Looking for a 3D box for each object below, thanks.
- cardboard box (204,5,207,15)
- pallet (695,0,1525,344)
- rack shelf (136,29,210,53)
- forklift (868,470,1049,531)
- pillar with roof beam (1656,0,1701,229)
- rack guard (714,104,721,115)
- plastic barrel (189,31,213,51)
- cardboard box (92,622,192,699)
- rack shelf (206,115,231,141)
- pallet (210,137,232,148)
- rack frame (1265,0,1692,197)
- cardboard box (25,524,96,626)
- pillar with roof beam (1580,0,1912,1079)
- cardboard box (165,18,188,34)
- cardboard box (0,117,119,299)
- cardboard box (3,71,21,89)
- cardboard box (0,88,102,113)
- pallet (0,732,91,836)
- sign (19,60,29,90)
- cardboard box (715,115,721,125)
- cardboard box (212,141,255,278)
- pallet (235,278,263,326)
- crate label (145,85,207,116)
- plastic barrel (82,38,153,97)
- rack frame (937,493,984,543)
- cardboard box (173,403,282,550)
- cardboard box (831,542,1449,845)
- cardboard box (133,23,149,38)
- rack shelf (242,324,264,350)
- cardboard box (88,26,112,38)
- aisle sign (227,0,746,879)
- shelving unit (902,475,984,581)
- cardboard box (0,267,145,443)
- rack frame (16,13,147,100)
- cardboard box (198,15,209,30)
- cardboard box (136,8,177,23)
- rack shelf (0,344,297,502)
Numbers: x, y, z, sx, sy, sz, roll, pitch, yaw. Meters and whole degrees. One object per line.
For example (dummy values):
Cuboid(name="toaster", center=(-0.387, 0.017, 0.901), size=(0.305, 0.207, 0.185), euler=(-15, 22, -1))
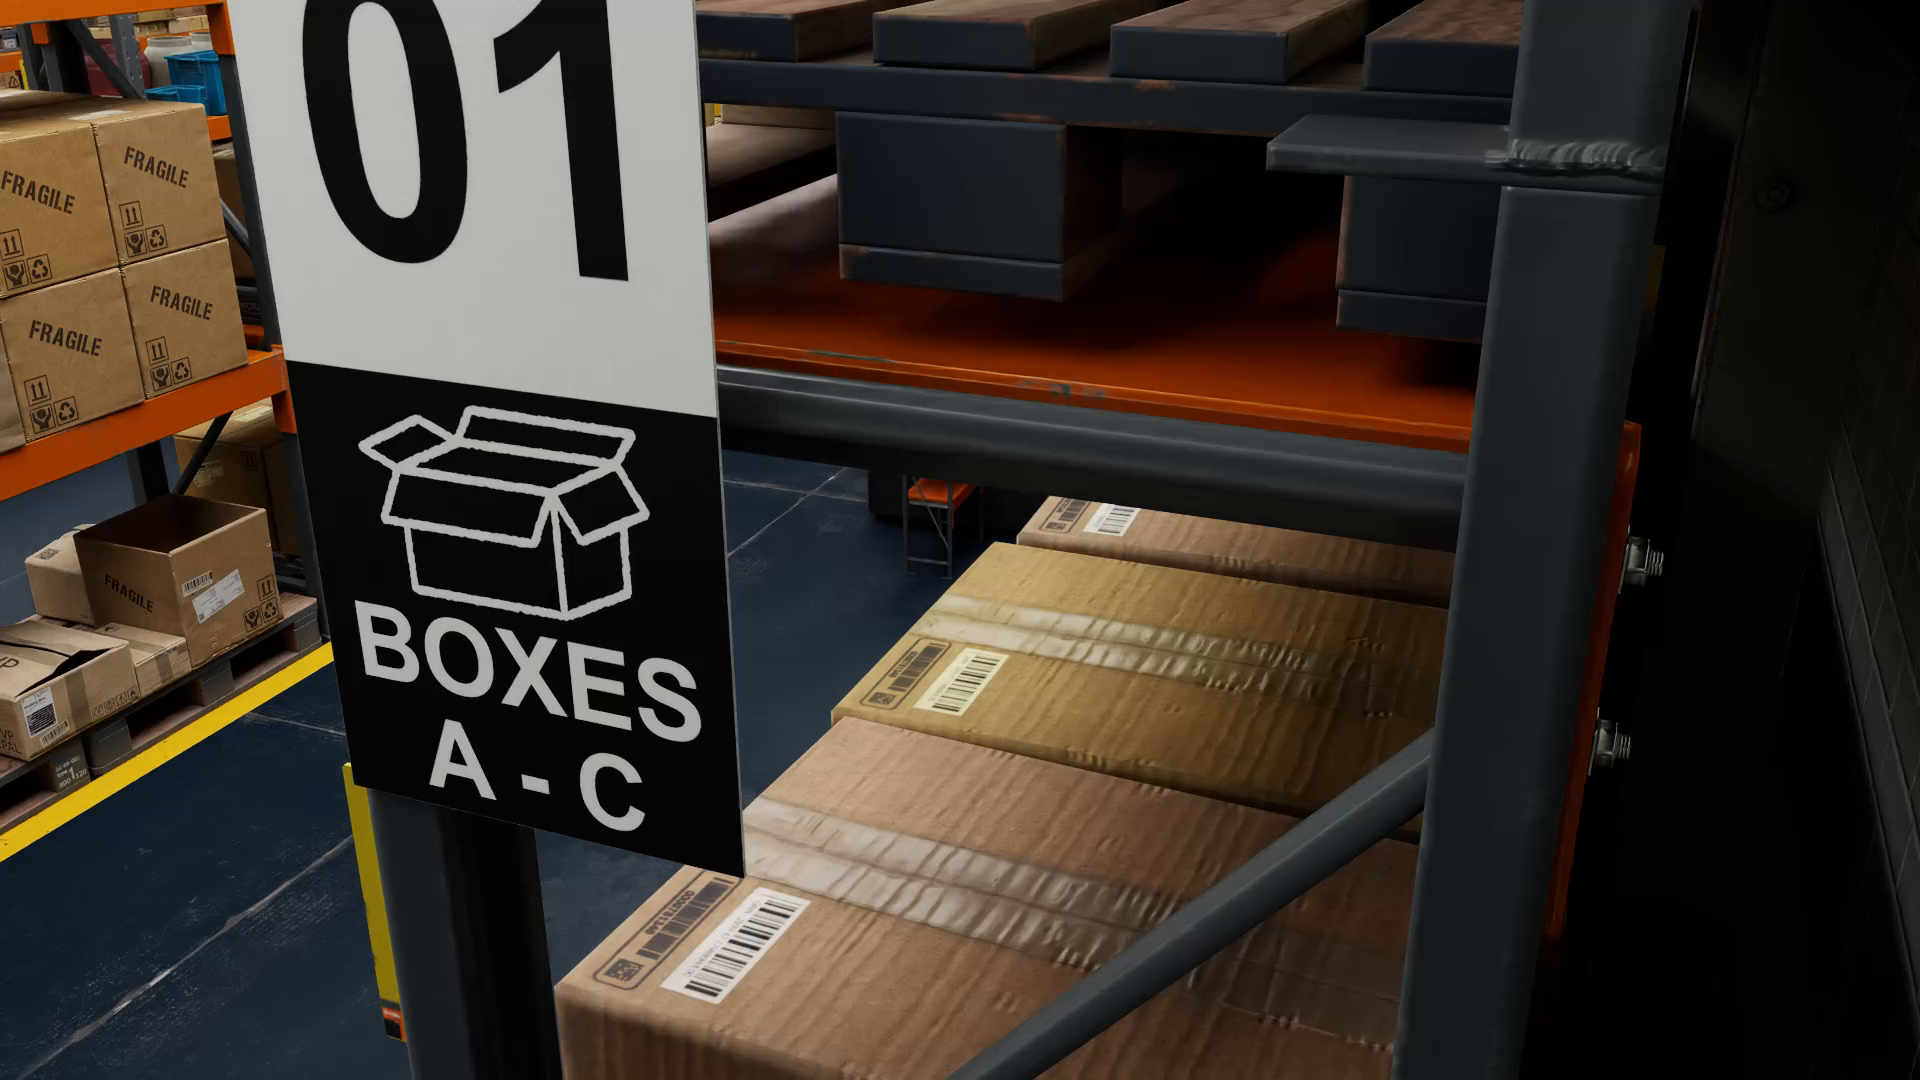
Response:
Cuboid(name="cardboard box", center=(-8.632, -6.198, 18.681), size=(0.875, 0.500, 0.500), euler=(9, 24, 20))
Cuboid(name="pallet", center=(0.214, -0.511, 1.804), size=(1.003, 0.211, 1.213), euler=(9, 24, 20))
Cuboid(name="rack shelf", center=(-8.648, -5.706, 18.952), size=(1.077, 0.370, 4.000), euler=(9, 24, 20))
Cuboid(name="forklift", center=(0.469, -1.918, 9.040), size=(1.130, 2.935, 3.031), euler=(7, 24, 16))
Cuboid(name="pillar with roof beam", center=(2.437, -7.636, 14.857), size=(9.100, 9.000, 0.400), euler=(9, 24, 20))
Cuboid(name="rack guard", center=(-3.292, -4.857, 19.230), size=(1.175, 0.500, 0.348), euler=(9, 24, 20))
Cuboid(name="plastic barrel", center=(-5.938, -3.783, 13.269), size=(0.421, 0.512, 0.421), euler=(0, 23, 0))
Cuboid(name="cardboard box", center=(-3.199, 0.460, 6.385), size=(0.380, 0.149, 0.250), euler=(9, 24, 20))
Cuboid(name="rack shelf", center=(-5.536, -3.565, 13.827), size=(1.077, 0.370, 4.000), euler=(9, 24, 20))
Cuboid(name="pallet", center=(-8.723, -4.719, 19.274), size=(1.003, 0.211, 1.213), euler=(9, 24, 20))
Cuboid(name="rack frame", center=(-0.052, -1.669, 0.570), size=(1.000, 3.000, 0.127), euler=(9, 24, 20))
Cuboid(name="cardboard box", center=(-3.524, 0.117, 6.996), size=(0.500, 0.311, 0.500), euler=(9, 24, 20))
Cuboid(name="pillar with roof beam", center=(-2.020, -3.342, 4.576), size=(9.100, 9.000, 0.400), euler=(9, 24, 20))
Cuboid(name="cardboard box", center=(-8.645, -5.596, 18.080), size=(0.380, 0.149, 0.250), euler=(9, 24, 20))
Cuboid(name="cardboard box", center=(-3.302, -1.146, 5.674), size=(0.500, 0.500, 0.500), euler=(8, 24, 19))
Cuboid(name="cardboard box", center=(-12.664, -6.461, 22.038), size=(0.875, 0.875, 0.875), euler=(9, 24, 20))
Cuboid(name="cardboard box", center=(-3.603, -1.419, 6.328), size=(0.500, 0.500, 0.500), euler=(9, 24, 21))
Cuboid(name="pallet", center=(-3.874, 0.931, 5.748), size=(1.003, 0.211, 1.213), euler=(9, 24, 20))
Cuboid(name="sign", center=(-6.792, -3.333, 12.126), size=(0.100, 0.325, 0.005), euler=(9, 24, 20))
Cuboid(name="cardboard box", center=(-1.505, -2.554, 10.588), size=(0.500, 0.311, 0.500), euler=(10, 25, 23))
Cuboid(name="cardboard box", center=(-2.783, -1.417, 7.077), size=(0.700, 0.500, 0.500), euler=(1, 23, 2))
Cuboid(name="pallet", center=(-2.769, -1.222, 7.532), size=(1.003, 0.211, 1.213), euler=(9, 24, 20))
Cuboid(name="crate label", center=(-5.774, -3.202, 12.240), size=(0.303, 0.233, 0.416), euler=(9, 24, 20))
Cuboid(name="plastic barrel", center=(-6.387, -3.454, 12.451), size=(0.600, 0.536, 0.708), euler=(9, 24, 20))
Cuboid(name="rack frame", center=(0.003, -0.558, 8.028), size=(0.240, 1.200, 0.015), euler=(7, 24, 17))
Cuboid(name="cardboard box", center=(-3.250, -0.307, 7.766), size=(0.500, 0.500, 0.500), euler=(9, 24, 20))
Cuboid(name="cardboard box", center=(0.388, 0.515, 2.736), size=(0.980, 0.700, 0.700), euler=(9, 24, 20))
Cuboid(name="cardboard box", center=(-8.860, -5.421, 17.663), size=(0.380, 0.149, 0.250), euler=(9, 24, 20))
Cuboid(name="rack shelf", center=(-2.424, -1.424, 8.700), size=(1.077, 0.370, 4.000), euler=(9, 24, 20))
Cuboid(name="cardboard box", center=(-9.032, -5.240, 17.229), size=(0.380, 0.149, 0.250), euler=(9, 24, 20))
Cuboid(name="aisle sign", center=(-0.357, -0.117, 1.266), size=(0.394, 0.787, 0.004), euler=(9, 24, 20))
Cuboid(name="shelving unit", center=(-0.073, -0.468, 7.814), size=(0.258, 1.200, 0.503), euler=(7, 24, 17))
Cuboid(name="cardboard box", center=(-3.304, -0.686, 5.870), size=(0.500, 0.500, 0.500), euler=(9, 24, 22))
Cuboid(name="rack frame", center=(-6.279, -3.182, 11.975), size=(1.000, 3.000, 0.127), euler=(9, 24, 20))
Cuboid(name="cardboard box", center=(-8.487, -5.779, 18.519), size=(0.380, 0.149, 0.250), euler=(9, 24, 20))
Cuboid(name="cardboard box", center=(-8.948, -5.832, 17.804), size=(0.875, 0.500, 0.500), euler=(9, 24, 20))
Cuboid(name="rack shelf", center=(-3.910, 0.008, 5.273), size=(1.077, 0.370, 4.000), euler=(9, 24, 20))
